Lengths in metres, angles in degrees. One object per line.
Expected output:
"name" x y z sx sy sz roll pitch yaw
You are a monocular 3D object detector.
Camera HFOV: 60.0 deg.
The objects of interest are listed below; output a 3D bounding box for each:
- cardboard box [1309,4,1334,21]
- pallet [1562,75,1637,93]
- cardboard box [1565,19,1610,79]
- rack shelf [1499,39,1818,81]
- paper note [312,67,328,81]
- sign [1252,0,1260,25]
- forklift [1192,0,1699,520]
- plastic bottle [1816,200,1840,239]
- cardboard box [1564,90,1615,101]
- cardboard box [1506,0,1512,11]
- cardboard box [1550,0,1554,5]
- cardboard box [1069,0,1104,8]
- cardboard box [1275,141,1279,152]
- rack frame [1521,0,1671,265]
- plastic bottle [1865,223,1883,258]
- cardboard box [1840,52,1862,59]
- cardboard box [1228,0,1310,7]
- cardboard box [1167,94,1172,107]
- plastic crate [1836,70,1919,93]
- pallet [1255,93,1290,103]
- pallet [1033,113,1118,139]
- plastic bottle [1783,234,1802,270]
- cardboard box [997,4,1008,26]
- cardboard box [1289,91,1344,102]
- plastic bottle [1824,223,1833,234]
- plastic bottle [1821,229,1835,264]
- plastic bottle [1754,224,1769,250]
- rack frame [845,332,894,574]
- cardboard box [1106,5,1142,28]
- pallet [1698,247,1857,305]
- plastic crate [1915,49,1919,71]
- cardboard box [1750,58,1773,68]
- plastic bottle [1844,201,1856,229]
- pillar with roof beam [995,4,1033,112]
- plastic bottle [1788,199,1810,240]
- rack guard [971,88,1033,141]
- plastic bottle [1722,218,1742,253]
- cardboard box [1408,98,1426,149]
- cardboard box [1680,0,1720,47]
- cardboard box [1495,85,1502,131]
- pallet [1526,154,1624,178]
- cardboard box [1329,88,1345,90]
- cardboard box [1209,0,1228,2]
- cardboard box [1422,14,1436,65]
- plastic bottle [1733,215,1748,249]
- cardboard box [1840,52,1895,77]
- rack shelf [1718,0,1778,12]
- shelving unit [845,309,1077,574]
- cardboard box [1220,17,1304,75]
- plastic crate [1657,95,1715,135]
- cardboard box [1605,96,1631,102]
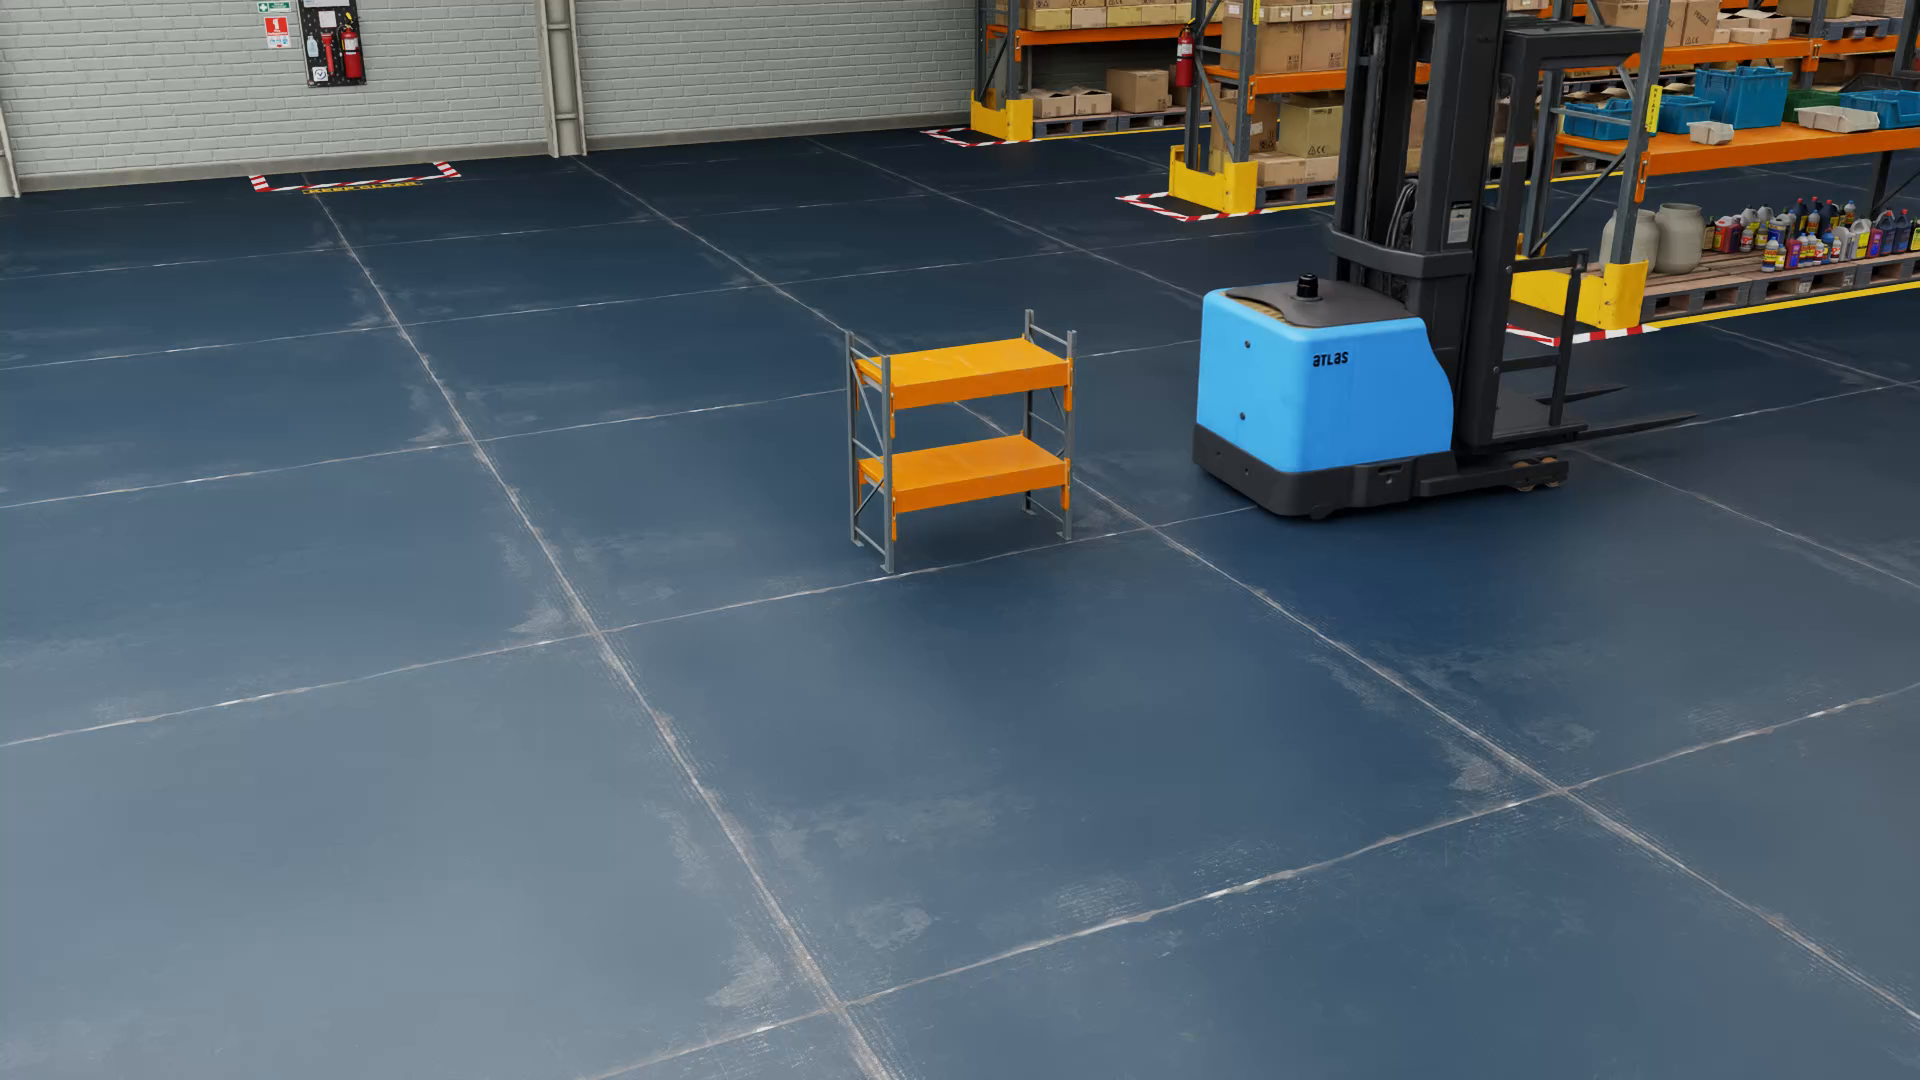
"cardboard box" 3.519 -5.296 16.644 0.250 0.149 0.380 -10 25 -23
"pallet" 9.508 -6.924 25.202 1.213 0.211 1.003 -10 25 -24
"cardboard box" 9.179 -7.328 24.792 0.750 0.750 0.750 -11 25 -24
"rack shelf" 8.017 -5.537 19.144 4.000 0.370 1.077 -10 25 -24
"paper note" -7.125 -5.190 18.517 0.142 0.148 0.016 -10 25 -24
"sign" 2.846 -5.118 15.957 0.005 0.325 0.100 -10 25 -24
"forklift" 2.918 -1.805 9.278 3.031 2.935 1.130 -9 24 -20
"plastic bottle" 7.515 -2.768 14.404 0.185 0.351 0.144 -10 25 -24
"cardboard box" 7.372 -5.056 19.356 0.500 0.311 0.500 -11 25 -24
"cardboard box" 5.604 -5.679 17.570 0.250 0.149 0.380 -11 25 -25
"cardboard box" 8.571 -7.829 24.043 0.250 0.149 0.380 -10 24 -22
"cardboard box" 1.469 -6.921 20.737 0.500 0.500 0.500 -10 25 -23
"cardboard box" 3.411 -4.075 17.719 0.500 0.250 0.500 -10 25 -24
"rack frame" 4.755 -3.166 12.476 0.127 3.000 1.000 -10 25 -24
"plastic bottle" 7.602 -2.498 13.840 0.133 0.283 0.061 -9 24 -20
"cardboard box" 14.288 -8.123 27.170 0.500 0.500 0.700 -10 25 -24
"cardboard box" 3.084 -5.601 16.532 0.500 0.500 0.700 -10 25 -23
"cardboard box" 2.613 -5.871 22.164 0.250 0.149 0.380 -13 26 -28
"plastic crate" 7.833 -3.758 13.987 0.504 0.338 0.767 -10 25 -24
"pallet" 4.764 -6.085 23.174 1.213 0.211 1.003 -10 25 -24
"pallet" 1.274 -5.427 21.584 1.213 0.211 1.003 -10 25 -24
"plastic bottle" 6.736 -2.339 13.454 0.133 0.283 0.061 -10 25 -23
"cardboard box" 0.796 -6.664 21.098 0.500 0.250 0.500 -10 25 -23
"cardboard box" 3.859 -4.506 17.780 0.500 0.500 0.500 -10 25 -24
"plastic bottle" 7.245 -2.497 13.837 0.133 0.283 0.061 -10 25 -24
"plastic bottle" 7.106 -2.409 13.640 0.097 0.271 0.097 0 22 0
"plastic bottle" 6.823 -2.582 14.149 0.097 0.201 0.097 0 22 0
"rack frame" -0.452 -0.437 8.334 0.032 1.125 0.500 -10 25 -24
"cardboard box" 1.959 -6.665 21.100 0.500 0.250 0.500 -11 25 -24
"pallet" 6.635 -2.240 13.886 1.213 0.211 1.003 -10 25 -24
"plastic crate" 8.663 -4.045 14.516 0.583 0.464 0.402 -10 25 -24
"cardboard box" 12.444 -7.781 26.344 0.500 0.500 0.700 -11 25 -24
"plastic bottle" 7.882 -2.870 14.754 0.097 0.271 0.097 0 22 0
"pillar with roof beam" 2.581 -8.283 16.994 0.400 9.000 9.100 -10 25 -24
"plastic bottle" 7.282 -2.787 14.448 0.185 0.351 0.144 -12 25 -26
"rack guard" 0.527 -5.438 21.233 0.348 0.500 1.175 -10 25 -24
"plastic bottle" 6.506 -2.566 14.003 0.133 0.283 0.061 -10 25 -24
"cardboard box" 4.543 -4.404 17.533 0.500 0.500 0.500 -10 25 -24
"cardboard box" 8.314 -5.963 19.103 0.500 0.500 0.500 -12 25 -26
"cardboard box" 5.661 -4.838 18.582 0.500 0.500 0.500 -10 25 -24
"pallet" 6.861 -4.384 19.066 1.213 0.211 1.003 -10 25 -24
"cardboard box" 5.163 -6.523 23.279 0.500 0.500 0.700 -11 25 -25
"cardboard box" 3.324 -7.260 21.557 0.500 0.500 0.500 -11 25 -24
"cardboard box" 4.891 -5.336 17.588 0.500 0.500 0.700 -10 25 -23
"plastic bottle" 6.584 -2.622 14.148 0.135 0.276 0.152 -11 25 -25
"cardboard box" 11.529 -6.013 21.068 0.500 0.250 0.500 -11 25 -25
"rack shelf" 13.073 -8.570 26.472 4.000 0.370 1.077 -10 25 -24
"shelving unit" 0.006 -0.521 8.538 1.048 1.125 0.538 -10 25 -24
"cardboard box" 3.036 -4.993 16.759 0.500 0.500 0.700 -10 25 -24
"plastic crate" 5.664 -3.389 13.210 0.408 0.251 0.499 -10 25 -24
"cardboard box" 7.614 -4.870 18.906 0.500 0.311 0.500 -11 25 -25
